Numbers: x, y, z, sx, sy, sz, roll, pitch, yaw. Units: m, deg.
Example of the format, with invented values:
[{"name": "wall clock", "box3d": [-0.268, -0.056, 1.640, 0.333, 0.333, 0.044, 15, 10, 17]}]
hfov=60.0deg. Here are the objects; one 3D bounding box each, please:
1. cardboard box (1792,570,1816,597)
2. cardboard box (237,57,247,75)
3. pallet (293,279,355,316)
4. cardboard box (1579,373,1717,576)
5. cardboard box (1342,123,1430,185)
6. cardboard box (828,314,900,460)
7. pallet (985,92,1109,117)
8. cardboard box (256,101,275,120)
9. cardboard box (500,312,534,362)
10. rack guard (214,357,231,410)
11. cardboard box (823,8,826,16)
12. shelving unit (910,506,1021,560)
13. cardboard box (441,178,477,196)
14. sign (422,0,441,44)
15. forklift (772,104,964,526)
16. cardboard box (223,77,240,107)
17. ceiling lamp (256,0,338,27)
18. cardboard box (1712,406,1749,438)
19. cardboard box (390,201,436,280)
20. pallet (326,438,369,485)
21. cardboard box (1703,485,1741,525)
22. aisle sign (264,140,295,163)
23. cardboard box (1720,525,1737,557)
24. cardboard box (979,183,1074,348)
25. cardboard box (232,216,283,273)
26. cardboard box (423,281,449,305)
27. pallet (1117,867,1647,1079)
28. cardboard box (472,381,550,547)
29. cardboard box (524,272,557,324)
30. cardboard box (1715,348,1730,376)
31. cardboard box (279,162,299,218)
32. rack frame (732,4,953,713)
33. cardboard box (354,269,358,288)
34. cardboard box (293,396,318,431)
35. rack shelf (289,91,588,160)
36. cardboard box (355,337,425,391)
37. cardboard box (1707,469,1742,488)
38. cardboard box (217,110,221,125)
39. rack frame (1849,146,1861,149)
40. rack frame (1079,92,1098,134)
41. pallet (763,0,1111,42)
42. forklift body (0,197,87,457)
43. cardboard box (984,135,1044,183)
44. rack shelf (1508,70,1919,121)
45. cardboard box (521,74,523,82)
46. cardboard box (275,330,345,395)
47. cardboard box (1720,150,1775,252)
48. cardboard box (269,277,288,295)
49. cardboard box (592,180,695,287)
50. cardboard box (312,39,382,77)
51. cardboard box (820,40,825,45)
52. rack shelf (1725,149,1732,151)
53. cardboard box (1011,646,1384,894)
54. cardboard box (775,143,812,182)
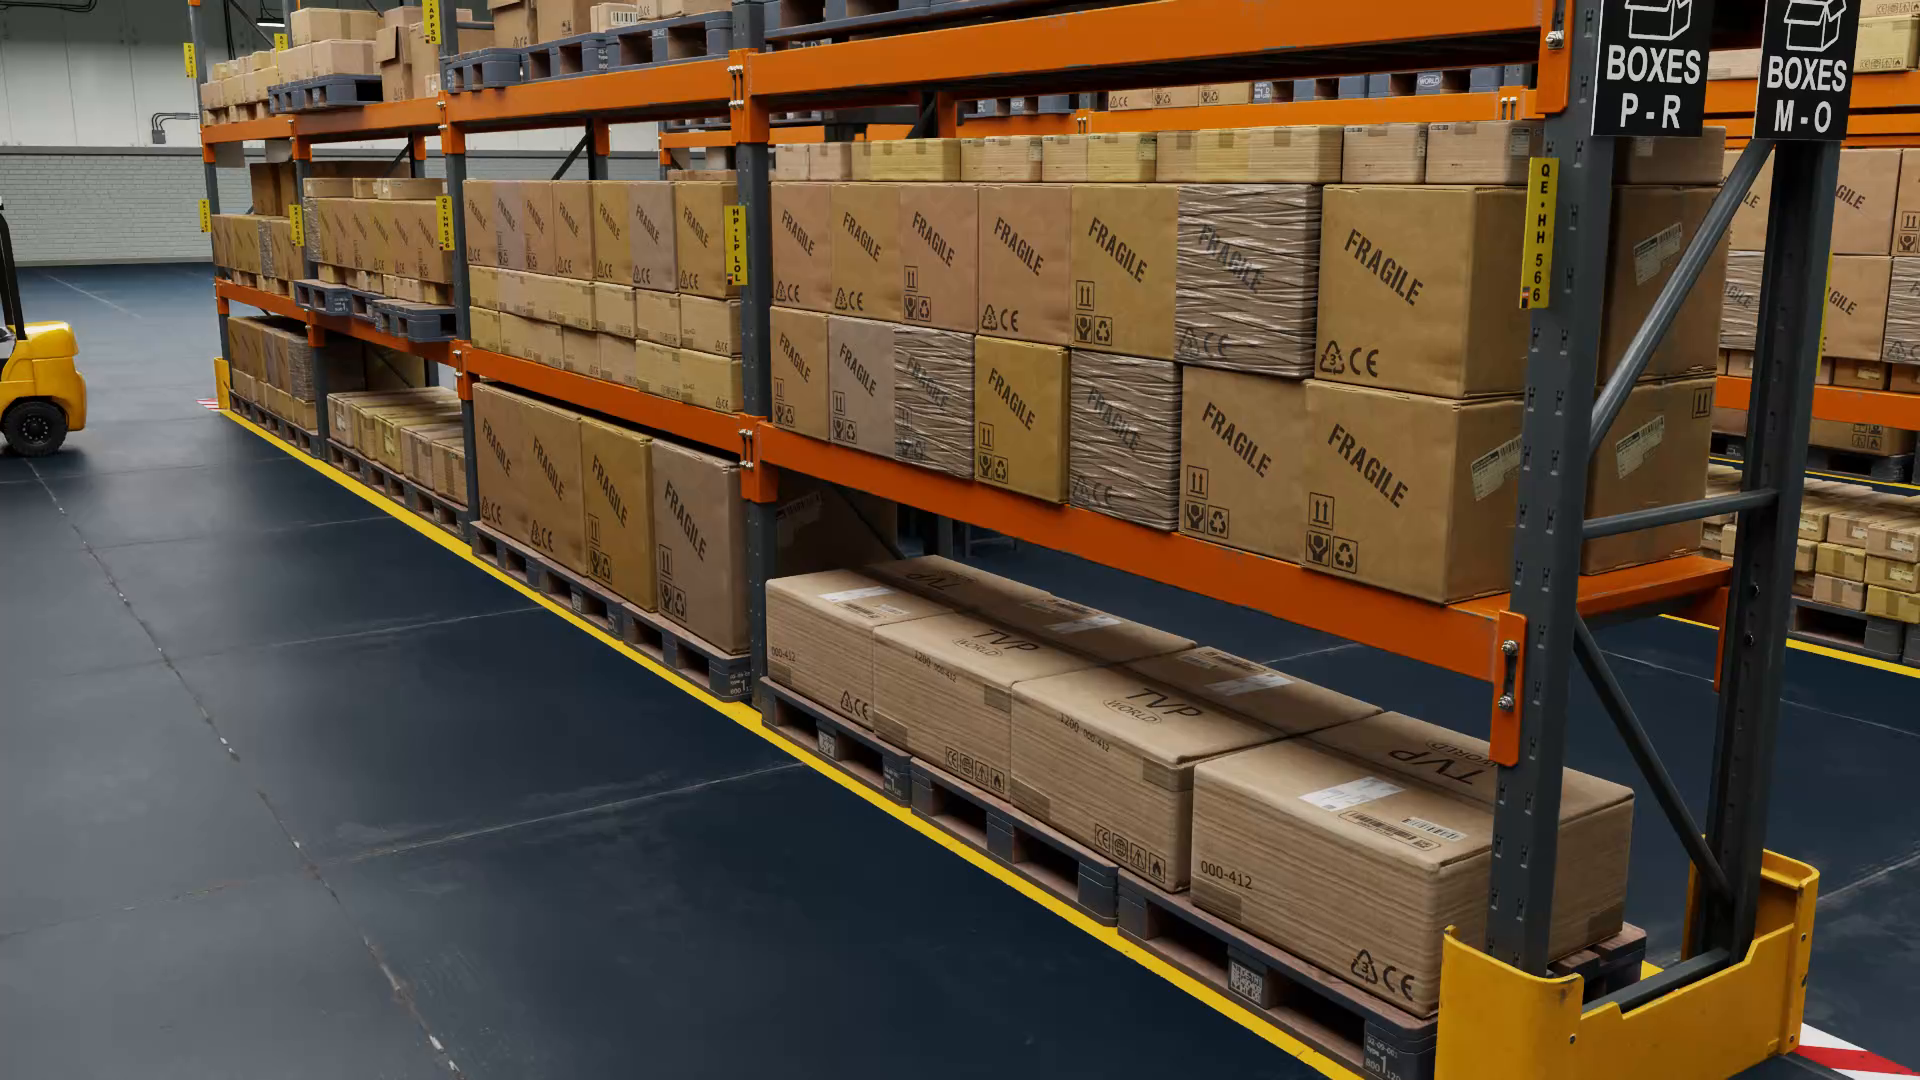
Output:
[{"name": "cardboard box", "box3d": [4.479, 0.186, 8.682, 0.380, 0.149, 0.250, -8, 14, -31]}, {"name": "cardboard box", "box3d": [-6.211, -4.214, 14.813, 0.380, 0.149, 0.250, -8, 15, -32]}, {"name": "pallet", "box3d": [-4.612, -1.940, 13.163, 1.003, 0.211, 1.213, -8, 15, -33]}, {"name": "cardboard box", "box3d": [1.707, -0.221, 4.618, 0.500, 0.500, 0.500, -8, 15, -33]}, {"name": "cardboard box", "box3d": [1.208, -0.990, 4.273, 0.380, 0.149, 0.250, -8, 15, -32]}, {"name": "cardboard box", "box3d": [-0.165, -0.609, 6.391, 0.500, 0.500, 0.500, -8, 15, -32]}, {"name": "pallet", "box3d": [0.965, -3.561, 13.546, 1.213, 0.211, 1.003, -7, 14, -30]}, {"name": "cardboard box", "box3d": [-5.902, -3.735, 14.485, 0.380, 0.149, 0.250, -8, 14, -31]}, {"name": "cardboard box", "box3d": [-2.338, -1.197, 9.663, 0.500, 0.250, 0.500, -9, 15, -34]}, {"name": "rack guard", "box3d": [-7.089, -1.664, 17.301, 1.175, 0.500, 0.348, -8, 15, -33]}, {"name": "cardboard box", "box3d": [-0.468, -2.500, 7.582, 0.396, 0.266, 0.258, -8, 15, -33]}, {"name": "shelving unit", "box3d": [0.027, -0.703, 10.565, 0.431, 1.500, 0.755, -7, 14, -28]}, {"name": "cardboard box", "box3d": [-3.907, -2.681, 12.669, 0.380, 0.149, 0.250, -9, 15, -35]}, {"name": "sign", "box3d": [-3.151, -3.130, 9.922, 0.100, 0.325, 0.005, -8, 15, -33]}, {"name": "forklift", "box3d": [-0.696, -1.782, 12.148, 1.130, 2.935, 3.031, -6, 14, -24]}, {"name": "cardboard box", "box3d": [-6.496, -4.135, 15.385, 0.500, 0.250, 0.500, -8, 14, -31]}, {"name": "ceiling lamp", "box3d": [-16.000, -13.947, 39.913, 2.000, 3.185, 0.800, -8, 15, -33]}, {"name": "cardboard box", "box3d": [6.901, -1.375, 14.118, 1.225, 0.875, 0.875, -9, 15, -35]}, {"name": "cardboard box", "box3d": [-3.477, -2.014, 11.136, 0.500, 0.500, 0.500, -8, 15, -34]}, {"name": "pallet", "box3d": [-4.482, -0.687, 13.508, 1.003, 0.211, 1.213, -8, 15, -33]}, {"name": "cardboard box", "box3d": [4.122, -0.192, 9.016, 0.380, 0.149, 0.250, -8, 15, -32]}, {"name": "aisle sign", "box3d": [-6.924, -4.214, 17.025, 0.394, 0.787, 0.004, -8, 15, -33]}, {"name": "cardboard box", "box3d": [4.264, 0.002, 8.825, 0.380, 0.149, 0.250, -8, 15, -33]}, {"name": "cardboard box", "box3d": [0.406, -0.915, 5.452, 0.500, 0.500, 0.500, -8, 15, -33]}, {"name": "cardboard box", "box3d": [-6.526, -2.794, 15.685, 0.500, 0.500, 0.500, -8, 15, -34]}, {"name": "cardboard box", "box3d": [-3.285, -1.628, 10.890, 0.380, 0.149, 0.250, -8, 15, -32]}, {"name": "pallet", "box3d": [1.226, 1.176, 4.989, 1.003, 0.211, 1.213, -8, 15, -33]}, {"name": "cardboard box", "box3d": [-2.385, -0.510, 10.165, 0.875, 0.875, 0.875, -8, 15, -33]}, {"name": "cardboard box", "box3d": [-2.072, -1.345, 9.173, 0.500, 0.250, 0.500, -8, 15, -33]}, {"name": "cardboard box", "box3d": [4.094, -0.977, 8.894, 0.380, 0.149, 0.250, -8, 15, -32]}, {"name": "cardboard box", "box3d": [-5.863, -3.242, 15.393, 0.700, 0.500, 0.500, -8, 15, -33]}, {"name": "rack frame", "box3d": [-0.482, -0.765, 7.336, 1.000, 3.000, 0.127, -8, 15, -33]}, {"name": "cardboard box", "box3d": [-4.277, -1.952, 12.373, 0.380, 0.149, 0.250, -8, 15, -32]}, {"name": "cardboard box", "box3d": [-5.466, -1.123, 14.427, 0.500, 0.250, 0.500, -7, 14, -30]}, {"name": "rack shelf", "box3d": [-3.807, -2.946, 11.972, 1.077, 0.370, 4.000, -8, 15, -33]}, {"name": "cardboard box", "box3d": [-5.017, -1.552, 14.637, 0.500, 0.500, 0.500, -7, 14, -30]}, {"name": "cardboard box", "box3d": [4.394, -0.299, 9.507, 0.380, 0.149, 0.250, -8, 14, -31]}, {"name": "cardboard box", "box3d": [-6.997, -4.108, 16.191, 0.380, 0.149, 0.250, -9, 15, -35]}, {"name": "rack frame", "box3d": [9.675, -3.235, 18.634, 1.000, 3.000, 0.127, -8, 15, -33]}, {"name": "rack frame", "box3d": [1.366, -2.080, 13.351, 1.000, 3.000, 0.127, -8, 15, -33]}, {"name": "pallet", "box3d": [-0.038, -2.040, 6.354, 1.003, 0.211, 1.213, -8, 15, -33]}, {"name": "forklift body", "box3d": [-8.692, -1.775, 13.942, 2.313, 2.155, 1.214, -8, 15, -33]}, {"name": "cardboard box", "box3d": [0.305, -1.259, 5.504, 0.380, 0.149, 0.250, -8, 15, -33]}, {"name": "rack shelf", "box3d": [4.691, -2.127, 8.228, 1.077, 0.370, 4.000, -8, 15, -33]}, {"name": "cardboard box", "box3d": [-2.732, -2.895, 10.644, 0.380, 0.149, 0.250, -8, 15, -33]}, {"name": "cardboard box", "box3d": [-5.749, -1.579, 14.760, 0.500, 0.500, 0.500, -8, 15, -32]}, {"name": "cardboard box", "box3d": [4.183, -1.758, 8.610, 0.500, 0.500, 0.500, -8, 15, -32]}, {"name": "cardboard box", "box3d": [-5.912, -2.266, 14.790, 0.380, 0.149, 0.250, -8, 15, -34]}, {"name": "cardboard box", "box3d": [-1.496, -1.535, 8.286, 0.500, 0.500, 0.500, -8, 14, -31]}, {"name": "cardboard box", "box3d": [-4.346, -3.456, 11.992, 0.500, 0.250, 0.500, -8, 15, -33]}, {"name": "cardboard box", "box3d": [-1.318, -4.805, 16.295, 0.380, 0.149, 0.250, -8, 15, -33]}, {"name": "rack shelf", "box3d": [10.476, -6.002, 25.948, 1.077, 0.370, 4.000, -8, 15, -33]}, {"name": "cardboard box", "box3d": [0.771, 0.726, 5.535, 0.875, 0.438, 0.875, -8, 14, -31]}, {"name": "cardboard box", "box3d": [-0.523, -1.532, 6.752, 0.380, 0.149, 0.250, -8, 15, -34]}]
